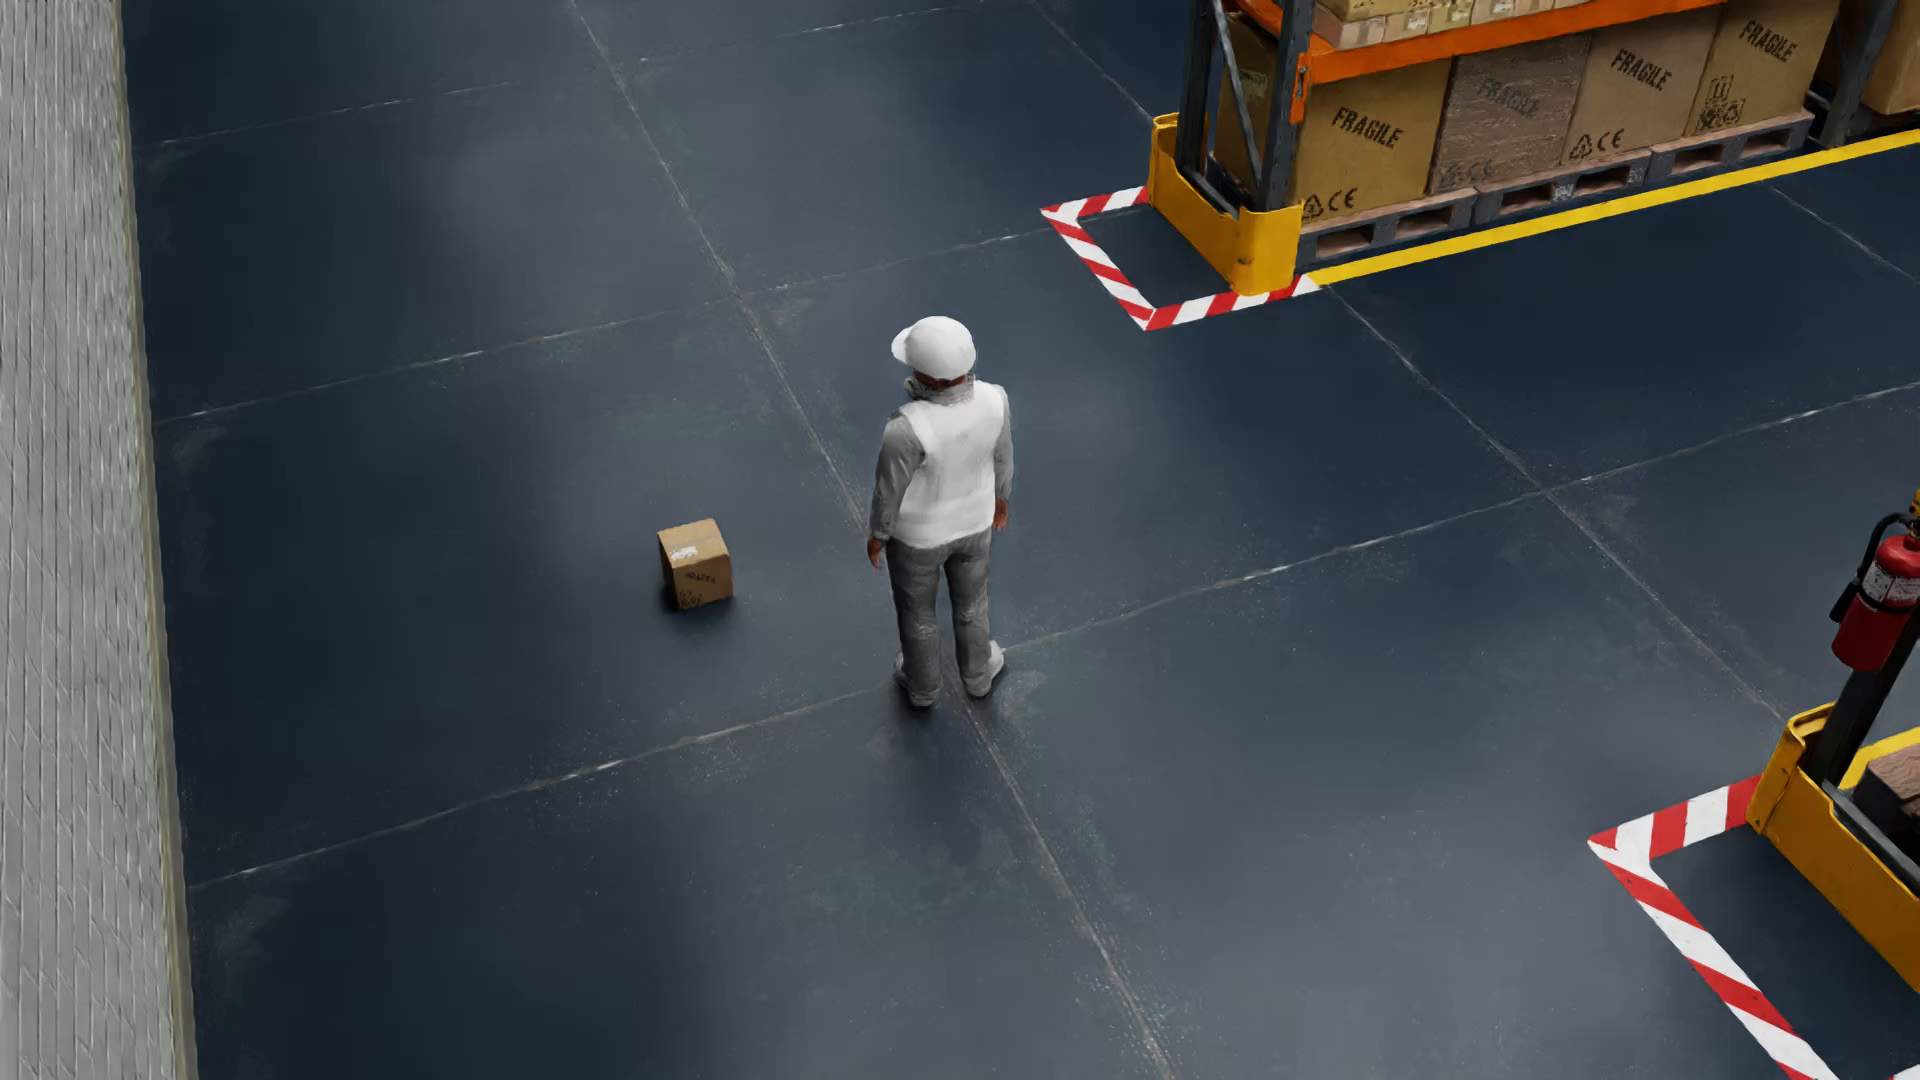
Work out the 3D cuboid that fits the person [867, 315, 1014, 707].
[{"bbox_3d":[-0.074,-0.088,6.200,0.591,1.784,0.385,-20,45,-22],"label":"person"}]
